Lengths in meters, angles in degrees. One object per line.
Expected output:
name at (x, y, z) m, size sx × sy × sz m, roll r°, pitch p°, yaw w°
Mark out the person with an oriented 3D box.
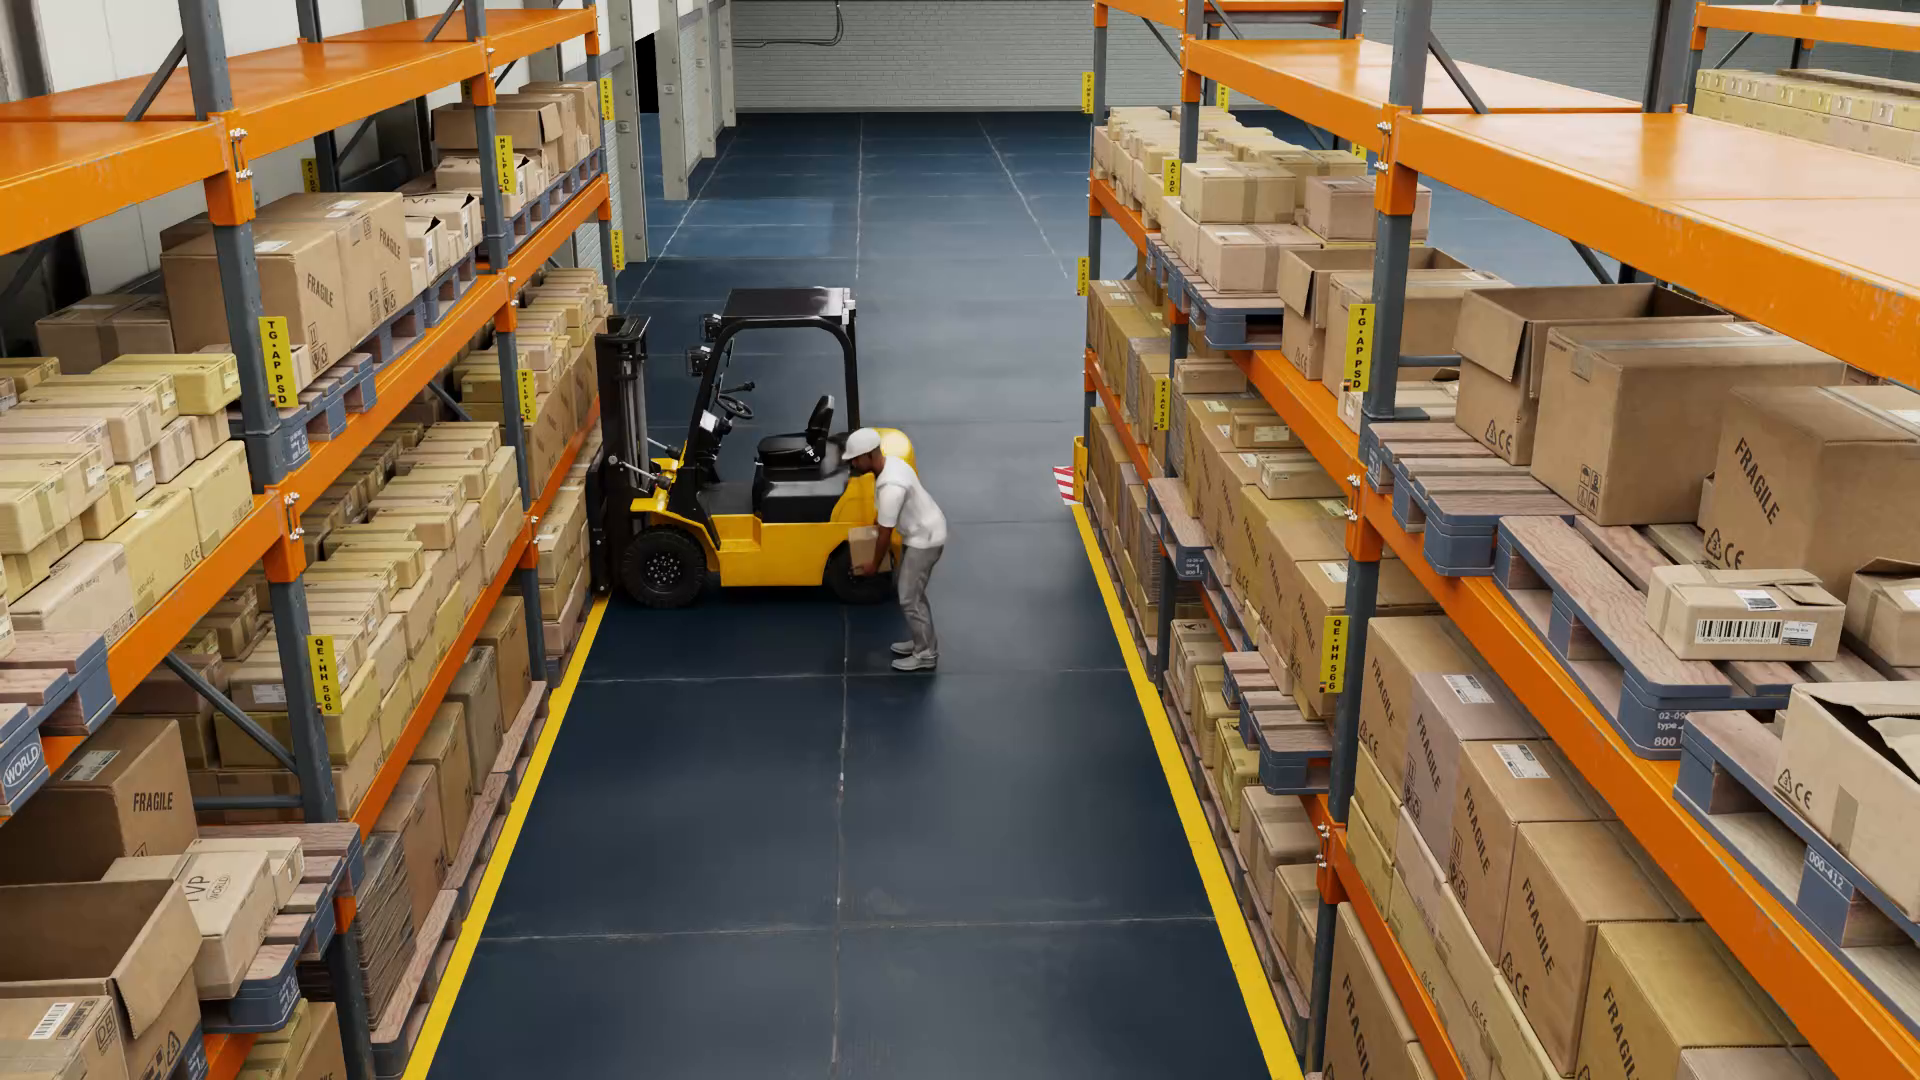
person at (-0.426, 0.049, 11.066) m, size 0.695 × 1.656 × 0.483 m, roll -1°, pitch 20°, yaw -4°
